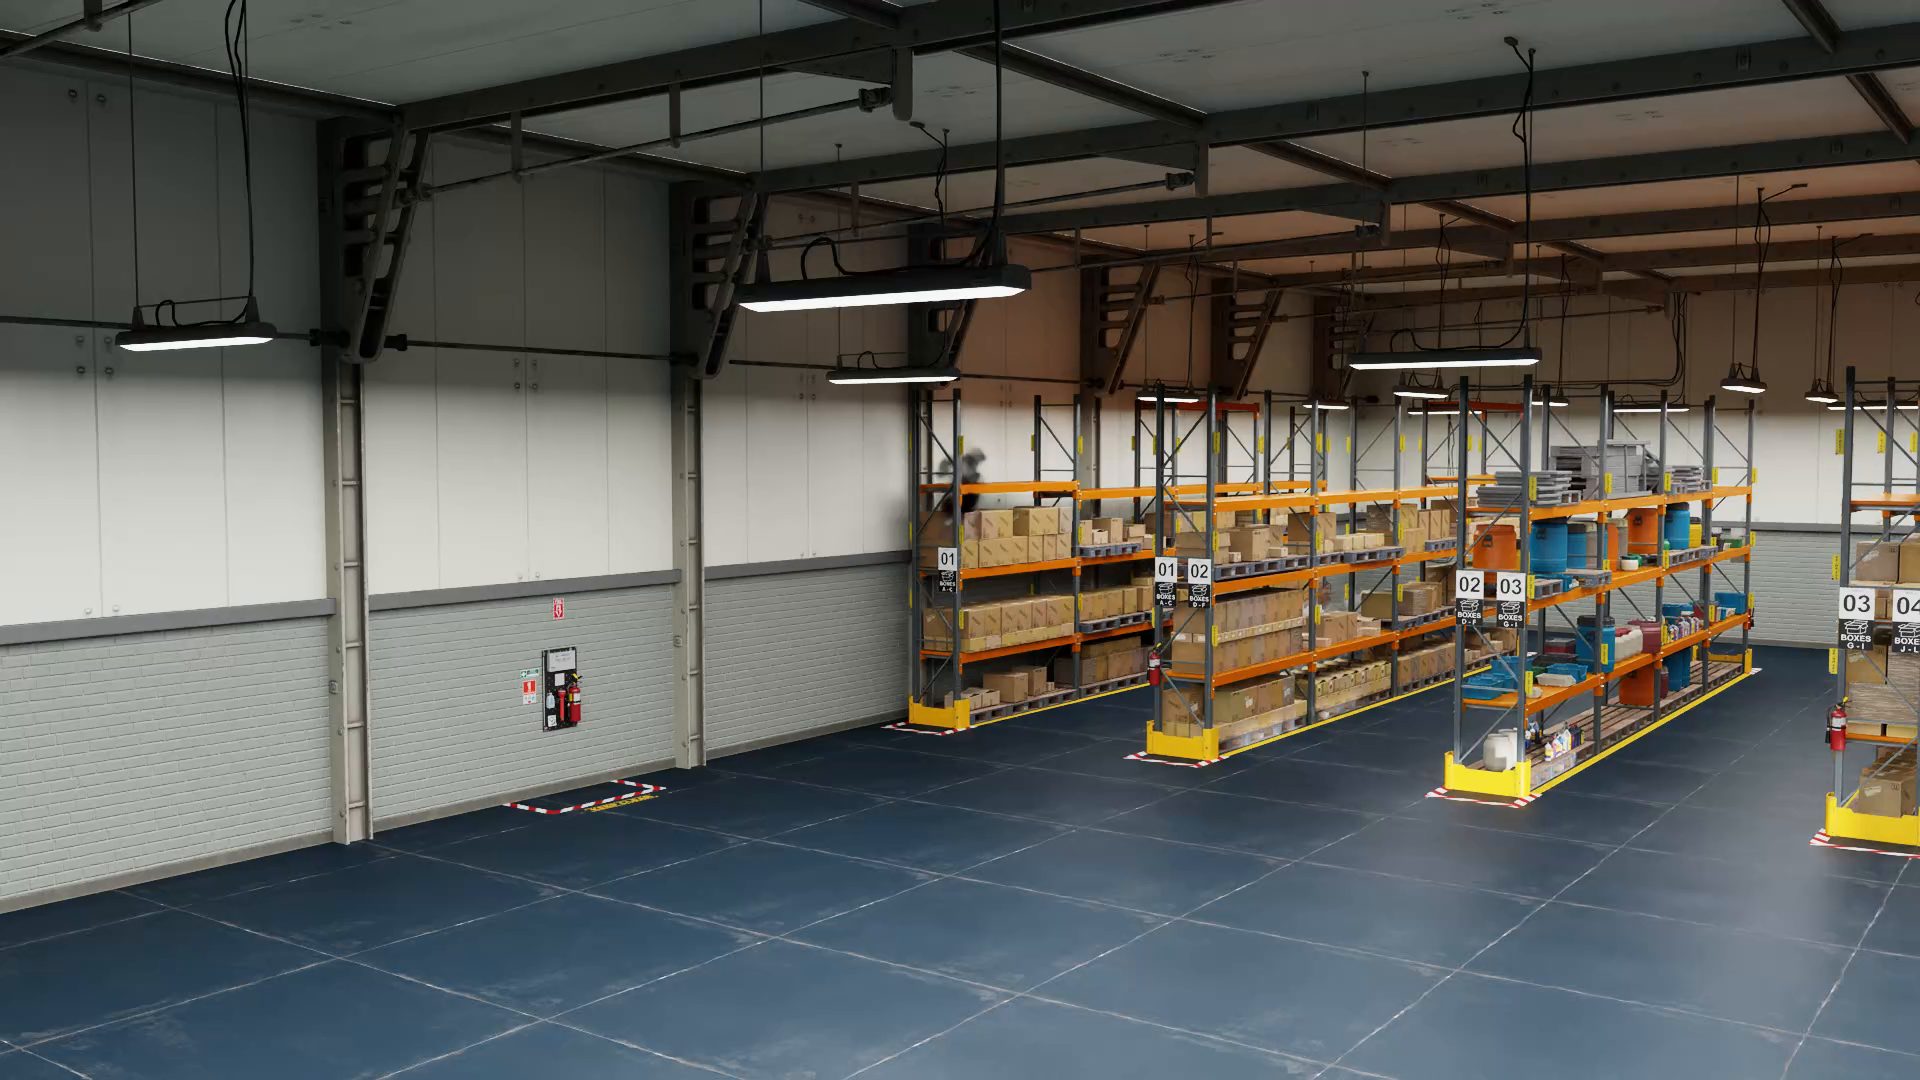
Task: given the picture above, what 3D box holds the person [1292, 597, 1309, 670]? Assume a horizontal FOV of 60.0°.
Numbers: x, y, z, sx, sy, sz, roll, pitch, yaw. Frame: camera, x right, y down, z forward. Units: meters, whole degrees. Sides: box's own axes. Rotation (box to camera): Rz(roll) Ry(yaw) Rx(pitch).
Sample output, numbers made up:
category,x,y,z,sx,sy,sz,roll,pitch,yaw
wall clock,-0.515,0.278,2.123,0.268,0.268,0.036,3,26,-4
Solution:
category,x,y,z,sx,sy,sz,roll,pitch,yaw
person,7.535,2.058,36.868,0.621,1.670,0.859,2,4,28
